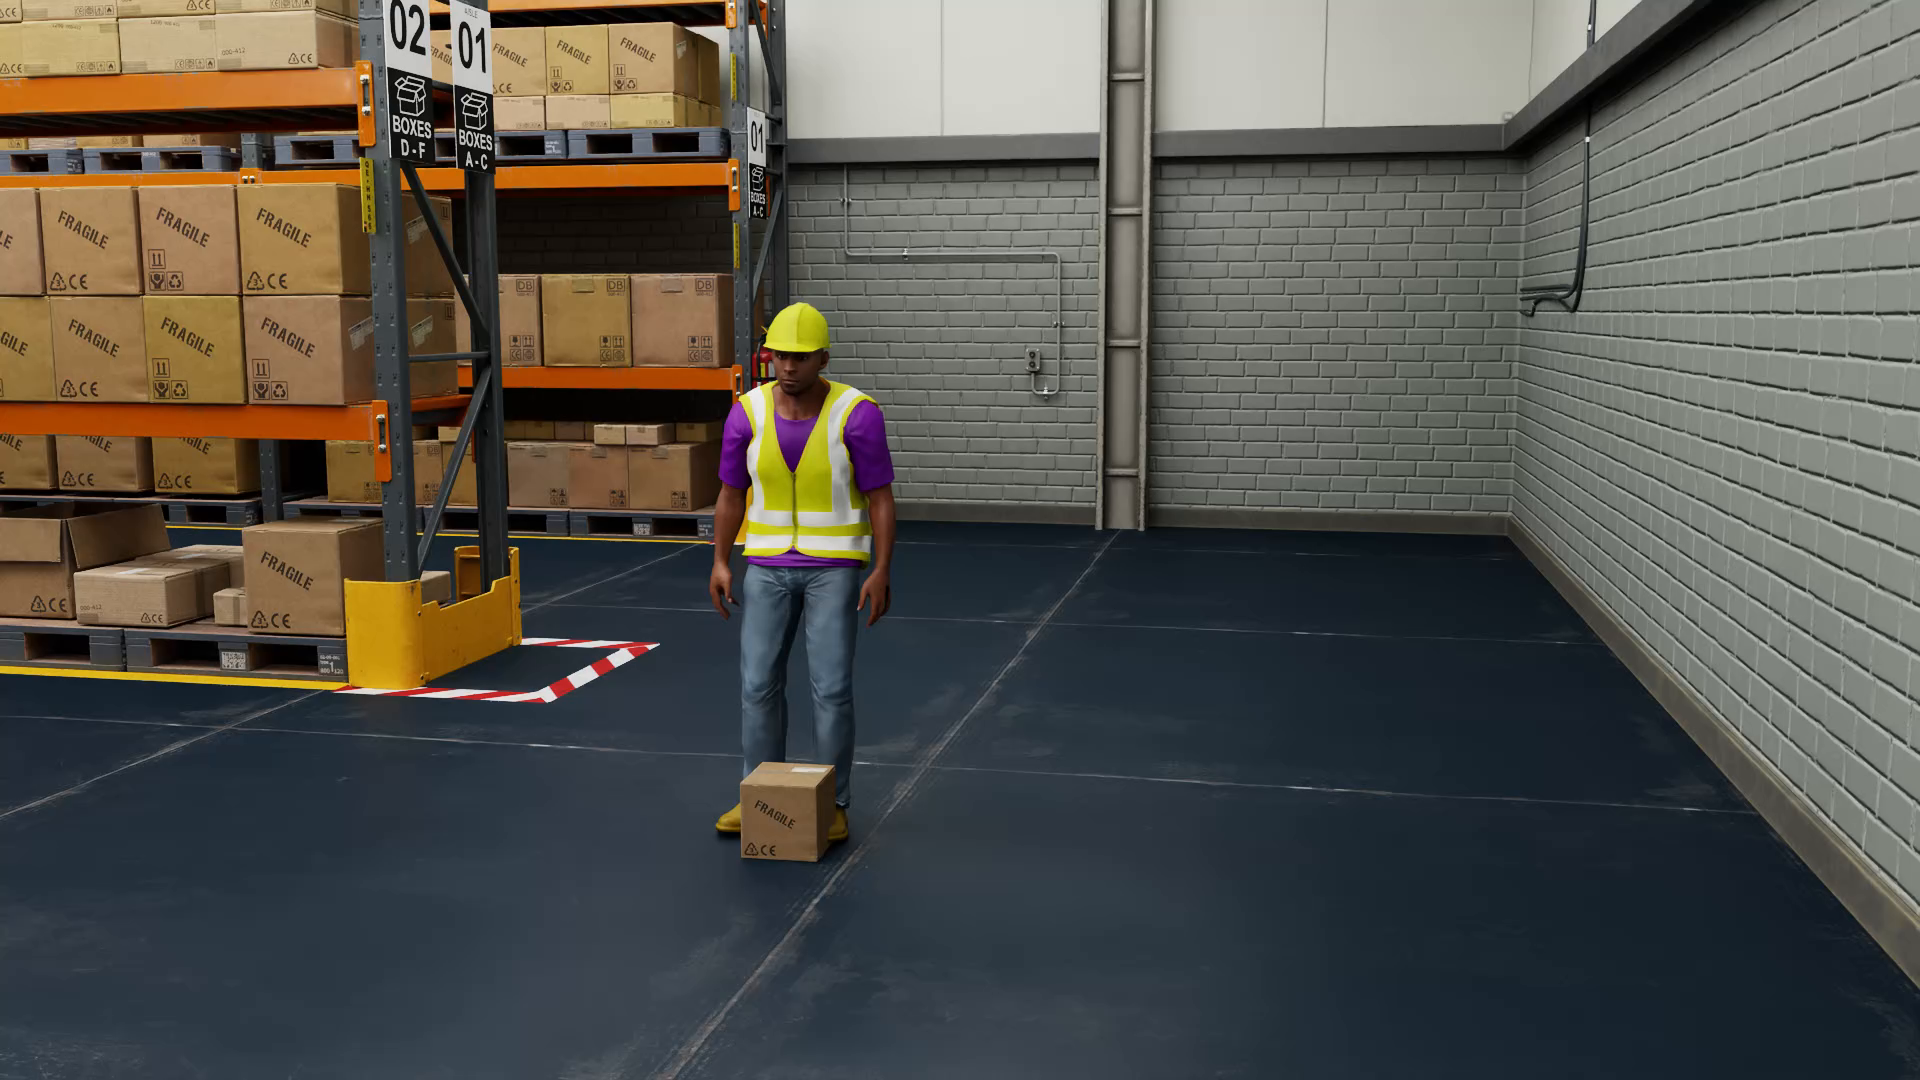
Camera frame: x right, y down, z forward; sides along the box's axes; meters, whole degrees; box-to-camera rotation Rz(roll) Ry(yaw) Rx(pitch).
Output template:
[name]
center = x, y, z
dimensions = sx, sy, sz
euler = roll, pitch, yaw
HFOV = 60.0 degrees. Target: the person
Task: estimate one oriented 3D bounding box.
[person]
center = -0.527, 0.101, 5.516
dimensions = 0.628, 1.760, 0.459
euler = 2, 8, 11
